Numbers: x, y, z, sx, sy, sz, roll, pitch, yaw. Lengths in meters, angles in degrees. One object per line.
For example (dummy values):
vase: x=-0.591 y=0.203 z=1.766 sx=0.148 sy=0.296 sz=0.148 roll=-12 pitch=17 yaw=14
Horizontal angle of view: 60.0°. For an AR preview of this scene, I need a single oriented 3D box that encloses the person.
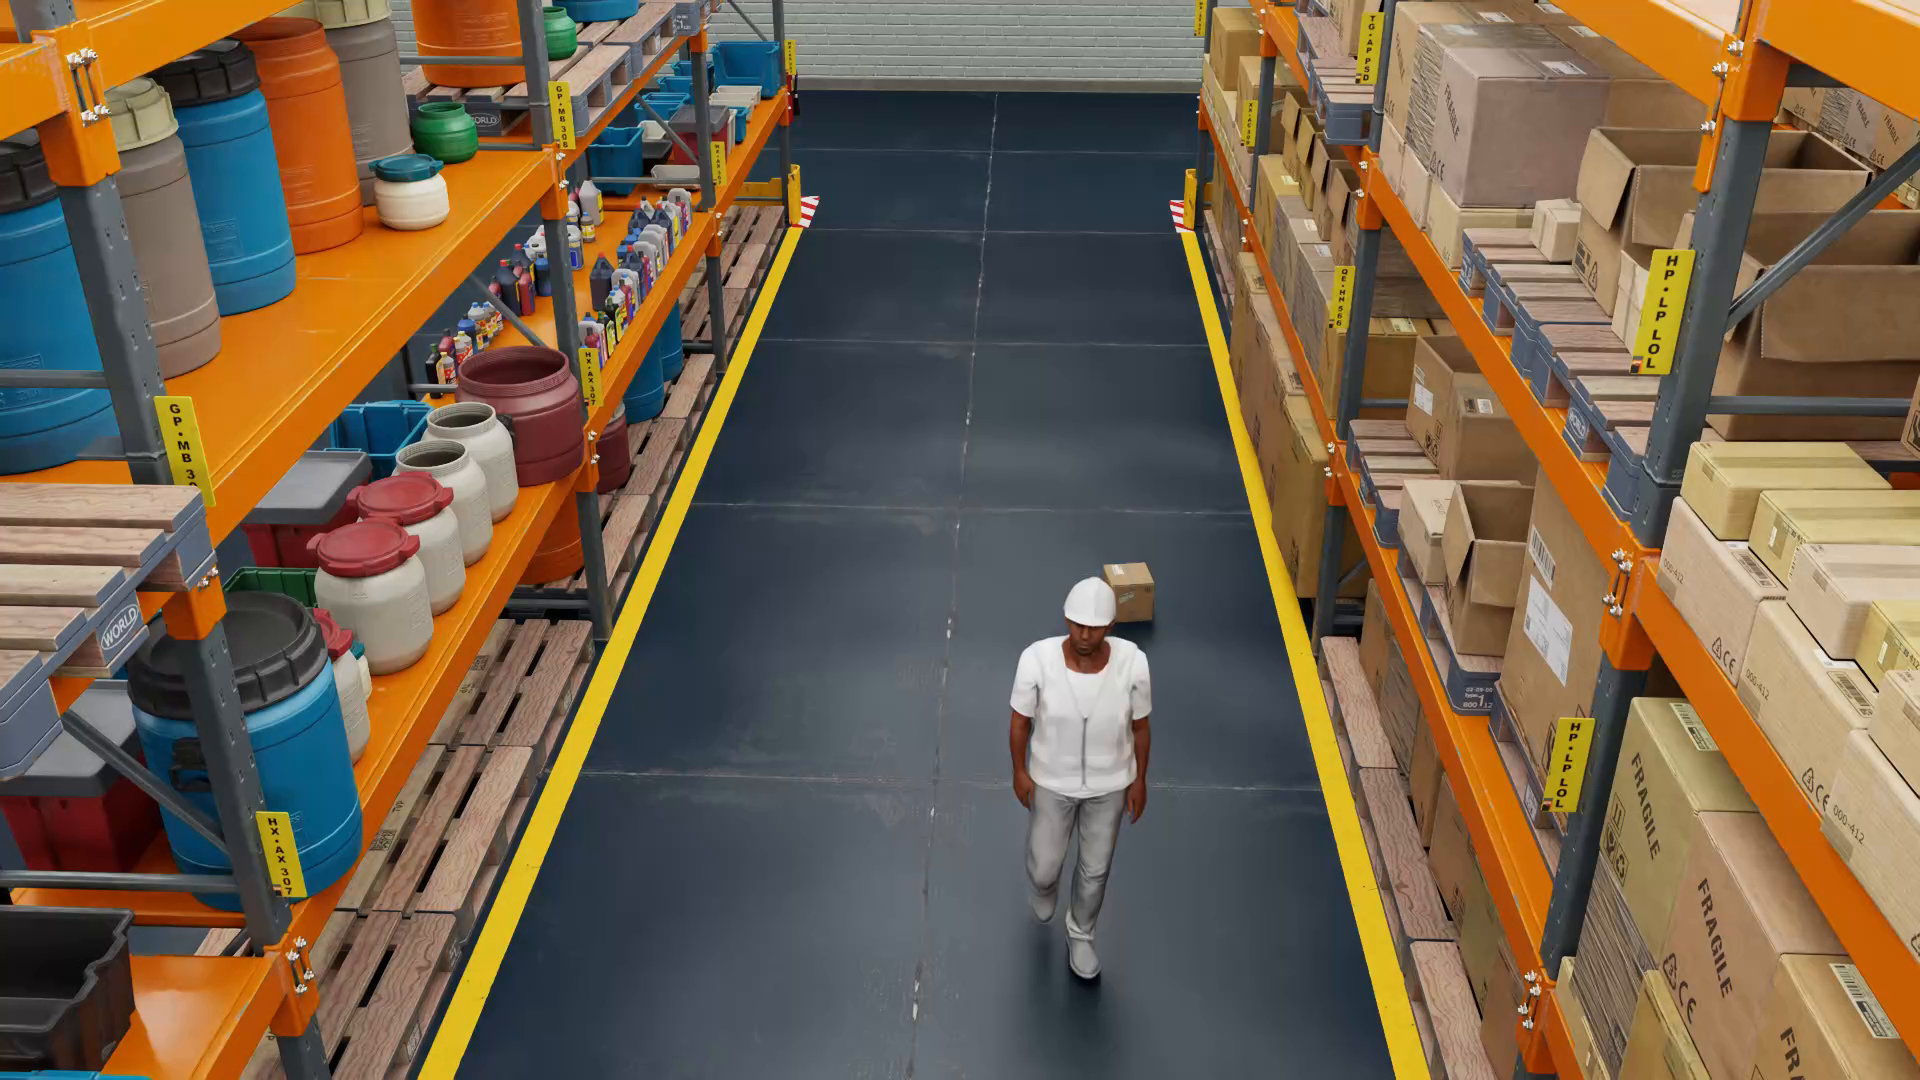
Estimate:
person: x=0.483 y=0.947 z=6.754 sx=0.567 sy=1.756 sz=0.540 roll=0 pitch=28 yaw=1
